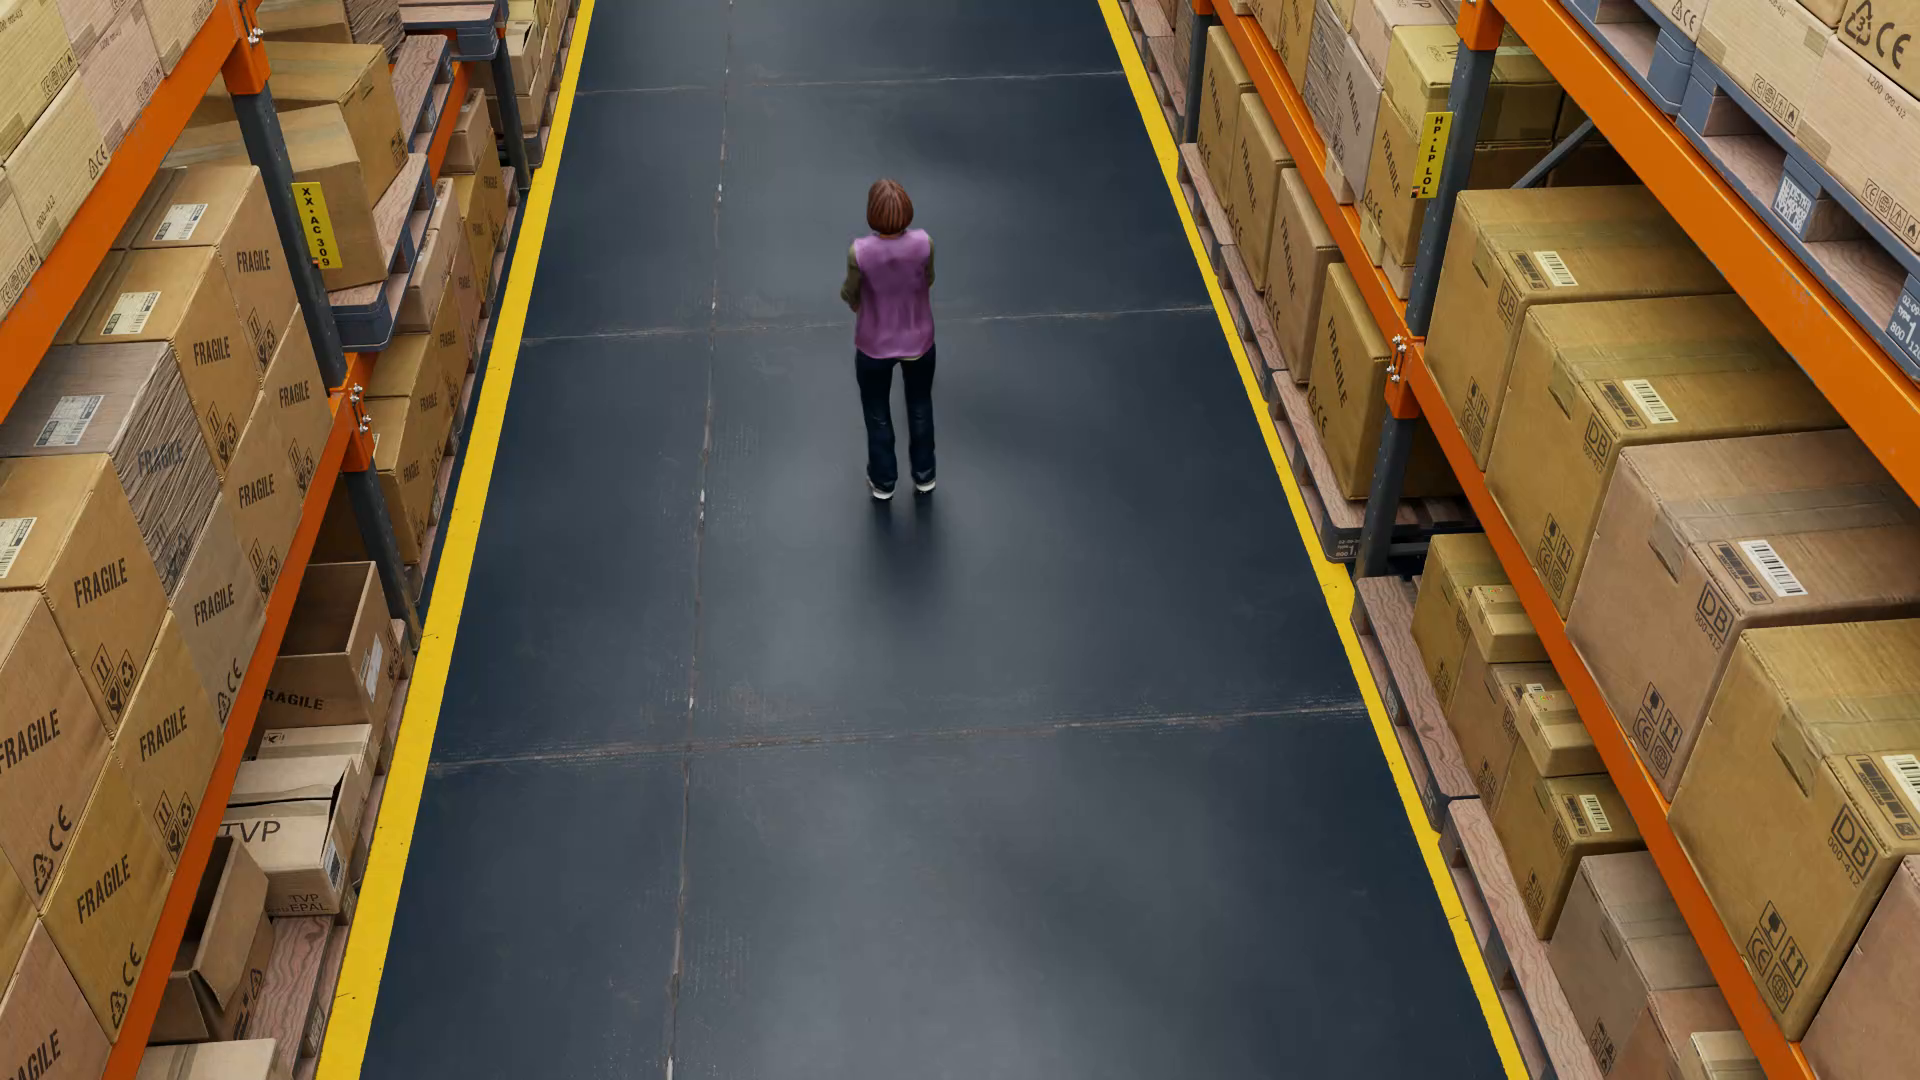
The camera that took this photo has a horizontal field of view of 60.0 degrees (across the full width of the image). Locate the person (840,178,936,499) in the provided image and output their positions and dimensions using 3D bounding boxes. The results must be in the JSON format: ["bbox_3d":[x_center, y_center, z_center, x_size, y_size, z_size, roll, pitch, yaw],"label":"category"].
[{"bbox_3d":[-0.310,-0.899,7.244,0.414,1.598,0.476,-8,40,-10],"label":"person"}]
